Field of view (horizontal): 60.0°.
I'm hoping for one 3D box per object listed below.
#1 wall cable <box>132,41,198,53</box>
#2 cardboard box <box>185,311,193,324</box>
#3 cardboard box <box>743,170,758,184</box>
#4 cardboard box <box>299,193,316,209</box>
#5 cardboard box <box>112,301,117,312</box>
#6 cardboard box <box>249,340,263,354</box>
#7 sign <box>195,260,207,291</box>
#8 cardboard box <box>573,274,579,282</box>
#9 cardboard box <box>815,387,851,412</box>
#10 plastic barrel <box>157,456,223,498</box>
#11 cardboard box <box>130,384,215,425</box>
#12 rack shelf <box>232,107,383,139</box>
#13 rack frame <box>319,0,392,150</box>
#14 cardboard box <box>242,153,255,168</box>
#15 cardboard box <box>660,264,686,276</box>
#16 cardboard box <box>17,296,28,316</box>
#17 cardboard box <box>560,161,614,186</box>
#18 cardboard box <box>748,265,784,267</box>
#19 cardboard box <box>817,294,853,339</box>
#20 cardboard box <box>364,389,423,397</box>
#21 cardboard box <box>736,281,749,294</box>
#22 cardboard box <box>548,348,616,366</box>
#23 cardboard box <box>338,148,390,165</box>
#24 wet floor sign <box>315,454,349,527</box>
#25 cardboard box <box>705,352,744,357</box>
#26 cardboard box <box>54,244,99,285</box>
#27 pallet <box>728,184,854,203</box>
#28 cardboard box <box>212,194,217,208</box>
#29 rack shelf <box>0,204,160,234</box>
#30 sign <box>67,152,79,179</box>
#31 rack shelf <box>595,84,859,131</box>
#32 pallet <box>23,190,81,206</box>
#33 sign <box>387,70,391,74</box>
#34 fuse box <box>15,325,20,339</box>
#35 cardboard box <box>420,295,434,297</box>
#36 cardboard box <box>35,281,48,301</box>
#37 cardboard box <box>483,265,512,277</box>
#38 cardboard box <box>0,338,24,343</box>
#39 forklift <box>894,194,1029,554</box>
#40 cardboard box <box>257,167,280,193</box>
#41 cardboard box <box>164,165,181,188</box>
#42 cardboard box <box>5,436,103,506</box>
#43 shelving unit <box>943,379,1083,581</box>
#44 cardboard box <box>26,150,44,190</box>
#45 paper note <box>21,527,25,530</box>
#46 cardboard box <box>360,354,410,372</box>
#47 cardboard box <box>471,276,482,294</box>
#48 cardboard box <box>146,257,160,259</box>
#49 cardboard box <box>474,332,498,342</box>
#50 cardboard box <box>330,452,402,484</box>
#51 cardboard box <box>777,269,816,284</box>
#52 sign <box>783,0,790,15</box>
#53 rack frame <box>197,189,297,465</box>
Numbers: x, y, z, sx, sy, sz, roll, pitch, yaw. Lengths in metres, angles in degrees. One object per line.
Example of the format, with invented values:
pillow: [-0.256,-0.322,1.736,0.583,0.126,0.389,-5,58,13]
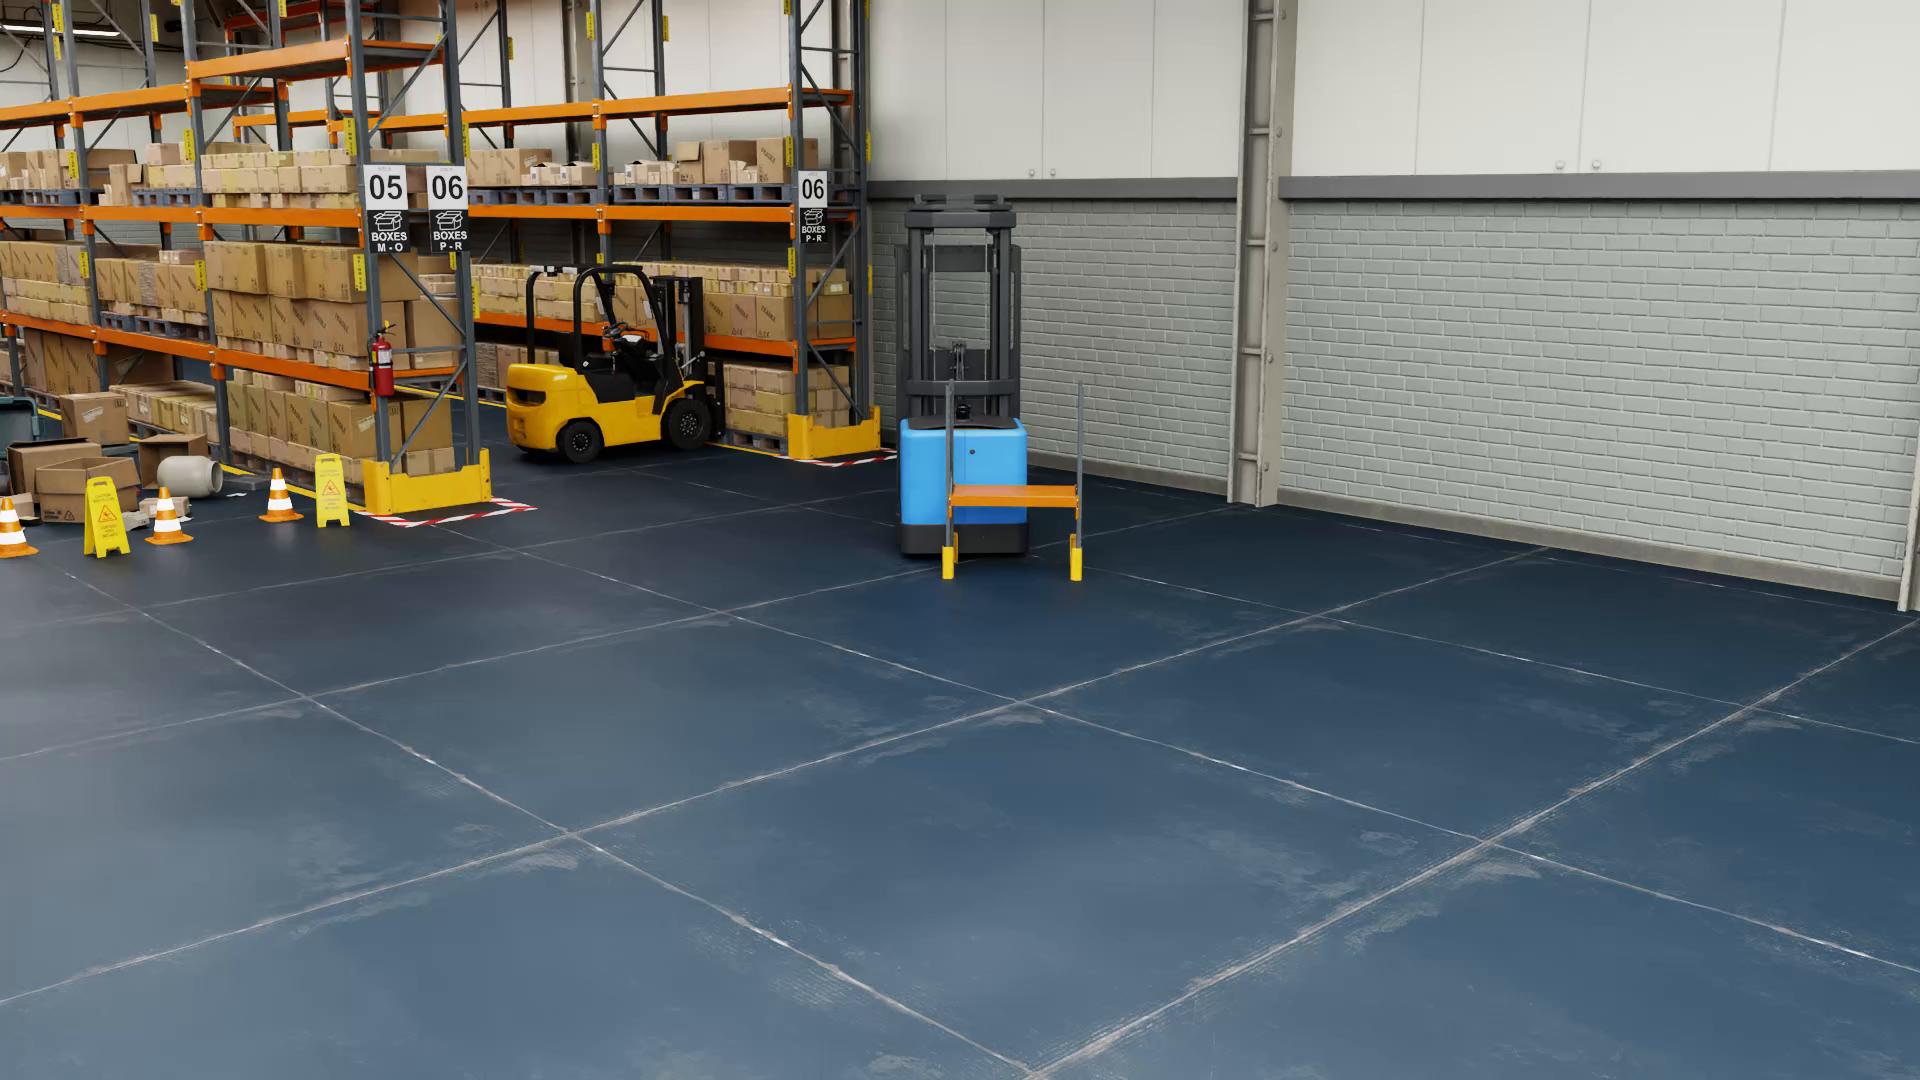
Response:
wall cable: [-15.488,-11.482,34.056,2.988,3.039,0.133,-11,16,-43]
cardboard box: [-8.541,-2.534,18.858,0.250,0.149,0.380,11,16,43]
cardboard box: [-2.259,-4.161,19.077,0.250,0.149,0.380,11,16,44]
cardboard box: [-6.191,-3.300,16.185,0.380,0.149,0.250,-11,16,-43]
cardboard box: [-10.318,-2.921,20.736,0.250,0.149,0.380,11,16,42]
cardboard box: [-7.268,-2.055,17.574,0.380,0.149,0.250,-10,15,-41]
sign: [-8.216,-2.863,18.004,0.100,0.325,0.005,-11,16,-43]
cardboard box: [-4.948,-3.530,22.254,0.380,0.149,0.250,-11,16,-43]
cardboard box: [-1.642,-1.683,19.683,0.500,0.250,0.500,-11,16,-42]
plastic barrel: [-7.576,-0.618,16.364,0.512,0.421,0.421,-1,12,-4]
cardboard box: [-9.681,-1.686,20.630,0.950,0.372,0.625,-11,16,-44]
rack shelf: [-11.135,-7.110,28.410,1.077,0.370,4.000,-11,16,-43]
rack frame: [-9.754,-7.172,26.920,1.000,3.000,0.127,-11,16,-43]
cardboard box: [-7.089,-3.874,16.993,0.250,0.149,0.380,11,16,43]
cardboard box: [-3.493,-3.343,20.610,0.380,0.149,0.250,-11,16,-43]
cardboard box: [-12.870,-3.291,23.325,0.500,0.250,0.500,11,16,44]
cardboard box: [-4.906,-4.818,21.860,0.500,0.311,0.500,11,16,43]
cardboard box: [-2.364,-3.278,20.295,0.250,0.149,0.380,11,16,44]
cardboard box: [-1.608,-2.642,19.554,0.500,0.500,0.500,-10,15,-41]
cardboard box: [-5.793,-1.251,16.967,0.500,0.500,0.500,11,16,43]
cardboard box: [-2.405,-2.978,19.575,0.380,0.149,0.250,-11,16,-43]
cardboard box: [-5.128,-2.297,22.973,0.875,0.625,0.625,-11,16,-43]
cardboard box: [-5.502,-3.535,15.347,0.380,0.149,0.250,-11,16,-42]
wet floor sign: [-5.697,-0.460,15.044,0.267,0.644,0.232,-5,13,-23]
cardboard box: [-3.049,-2.222,21.059,0.500,0.250,0.500,-11,16,-42]
cardboard box: [-11.486,-3.609,21.768,0.500,0.500,0.500,-11,16,-42]
pallet: [-1.937,-4.015,19.250,1.003,0.211,1.213,-11,16,-43]
cardboard box: [-7.779,-3.639,17.830,0.380,0.149,0.250,-11,16,-43]
rack shelf: [-11.960,-4.366,22.519,1.077,0.370,4.000,-11,16,-43]
sign: [-10.986,-4.642,20.600,0.100,0.325,0.005,-11,16,-43]
rack shelf: [-2.848,-5.164,19.949,1.077,0.370,4.000,-11,16,-43]
pallet: [-11.837,-4.583,22.259,1.003,0.211,1.213,-10,15,-40]
sign: [-9.357,-7.785,27.189,0.100,0.325,0.005,-11,16,-43]
fuse box: [-18.395,-4.585,32.425,0.539,1.711,0.414,-11,16,-43]
cardboard box: [-5.541,-2.167,16.513,0.500,0.500,0.500,-10,15,-41]
cardboard box: [-12.181,-3.386,22.545,0.500,0.250,0.500,11,16,43]
cardboard box: [-6.603,-3.856,23.838,0.380,0.149,0.250,-10,16,-41]
cardboard box: [-15.576,-2.993,26.815,0.875,0.438,0.875,11,16,43]
forklift: [-0.029,-1.563,14.733,1.130,2.935,3.031,-1,12,-3]
cardboard box: [-6.661,-3.590,16.605,0.500,0.250,0.500,-11,16,-42]
cardboard box: [-8.671,-4.115,18.846,0.500,0.250,0.500,-11,16,-42]
cardboard box: [-8.750,-0.672,16.092,0.797,0.637,0.503,-11,16,-43]
shelving unit: [0.419,-0.486,13.051,1.083,1.500,0.587,1,12,3]
cardboard box: [-12.006,-4.898,22.029,0.500,0.500,0.500,-11,16,-42]
paper note: [-8.391,-0.090,14.775,0.144,0.017,0.142,-5,13,-23]
cardboard box: [-5.468,-1.691,15.811,0.380,0.149,0.250,-10,15,-41]
cardboard box: [-6.880,-3.719,24.160,0.500,0.250,0.500,-11,16,-43]
cardboard box: [-10.064,-3.330,21.115,0.500,0.500,0.500,11,16,43]
cardboard box: [-7.291,-3.111,25.623,0.380,0.149,0.250,-10,15,-41]
cardboard box: [-5.824,-0.733,16.308,0.500,0.250,0.500,-11,16,-43]
cardboard box: [-1.867,-3.017,19.031,0.380,0.149,0.250,-11,16,-42]
sign: [-1.869,-5.843,17.960,0.100,0.325,0.005,-11,16,-43]
rack frame: [-7.817,-2.374,18.498,1.000,3.000,0.127,-11,16,-43]
